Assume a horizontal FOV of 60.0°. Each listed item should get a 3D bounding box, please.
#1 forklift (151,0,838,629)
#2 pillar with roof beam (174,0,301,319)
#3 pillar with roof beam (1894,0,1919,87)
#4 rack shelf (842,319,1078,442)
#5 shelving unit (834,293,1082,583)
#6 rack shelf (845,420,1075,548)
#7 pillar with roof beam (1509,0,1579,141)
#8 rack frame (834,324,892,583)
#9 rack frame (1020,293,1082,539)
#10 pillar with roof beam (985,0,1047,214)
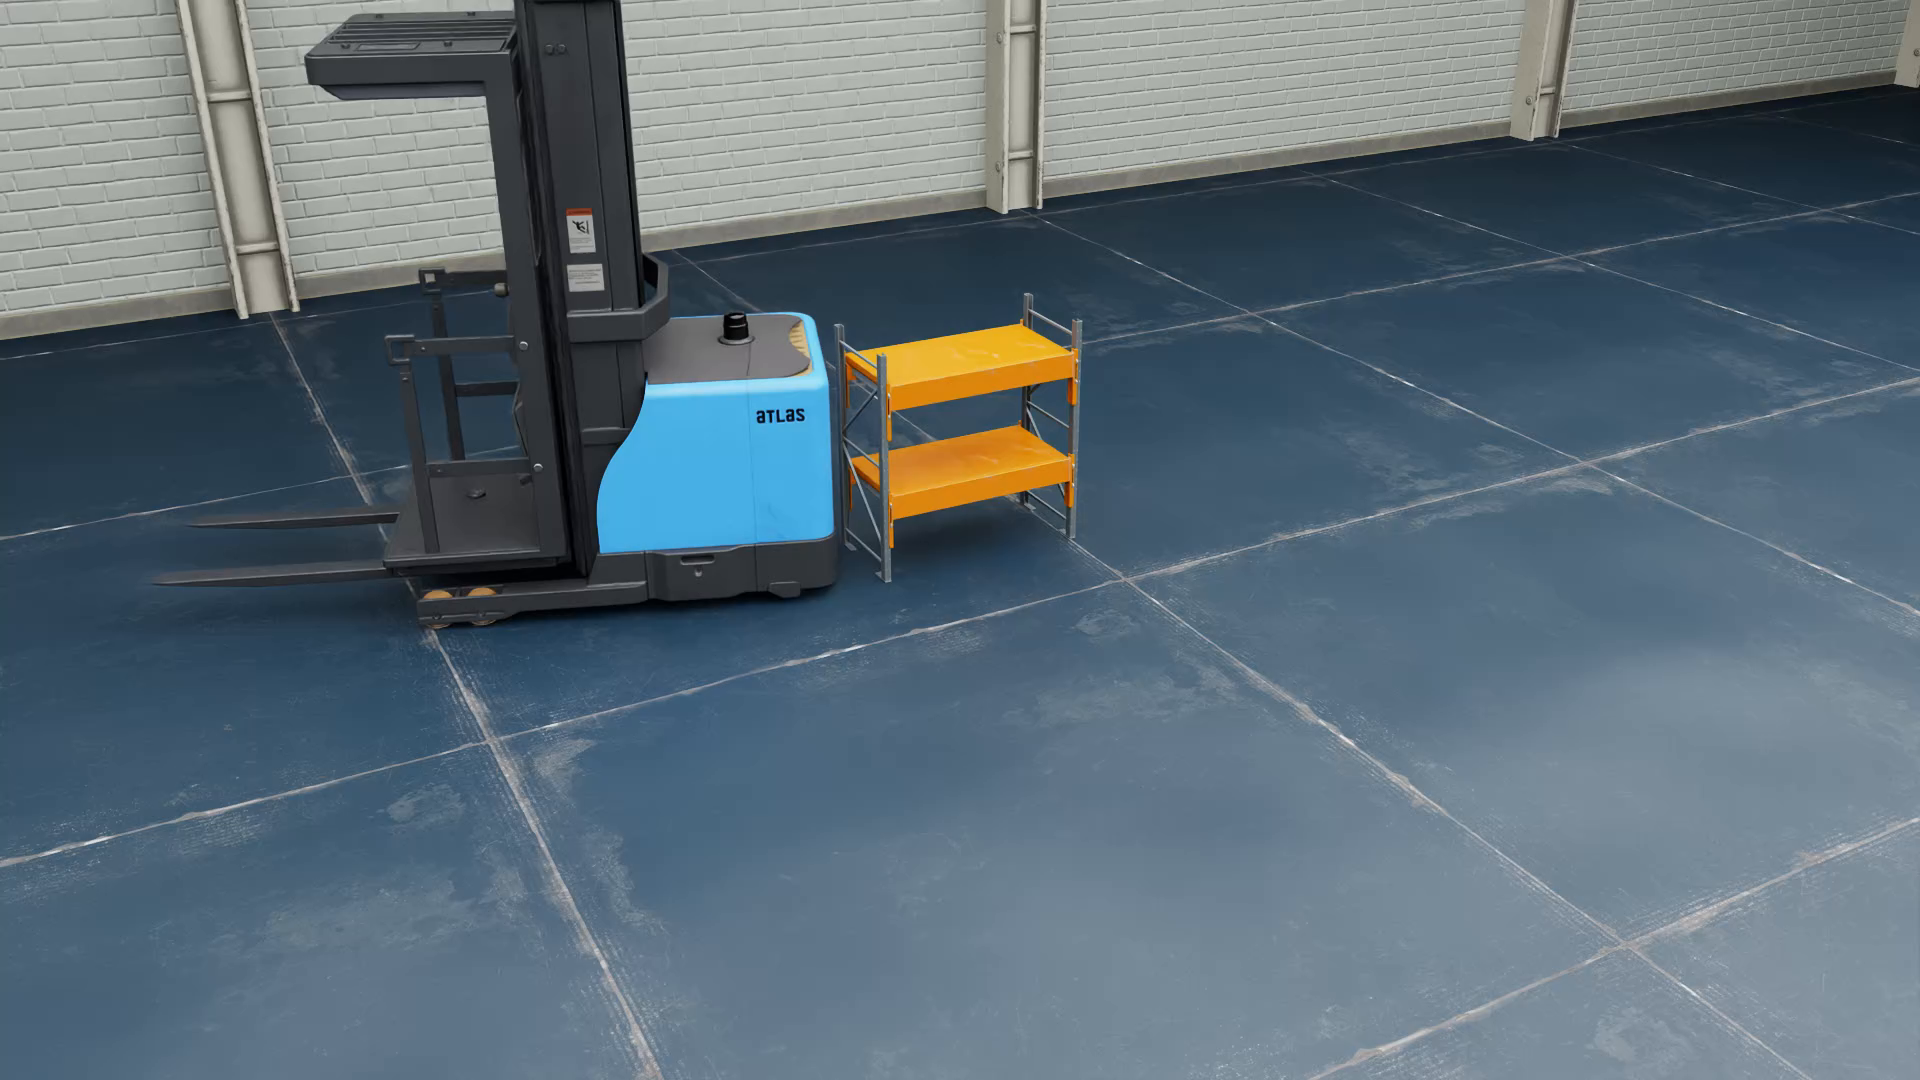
[{"bbox_3d":[-2.127,-1.171,7.302,3.031,2.935,1.130,-4,26,-8],"label":"forklift"},{"bbox_3d":[-2.811,-4.027,6.240,0.400,9.000,9.100,-13,29,-25],"label":"pillar with roof beam"},{"bbox_3d":[13.071,-7.693,13.875,0.400,9.000,9.100,-13,29,-25],"label":"pillar with roof beam"},{"bbox_3d":[-0.006,-0.770,7.877,1.000,0.278,0.538,-13,29,-25],"label":"rack shelf"},{"bbox_3d":[-0.006,-0.506,8.004,1.048,1.125,0.538,-13,29,-25],"label":"shelving unit"},{"bbox_3d":[-0.006,-0.285,8.109,1.000,0.278,0.538,-13,29,-25],"label":"rack shelf"},{"bbox_3d":[7.777,-6.471,11.330,0.400,9.000,9.100,-13,29,-25],"label":"pillar with roof beam"},{"bbox_3d":[-0.455,-0.402,7.788,0.032,1.125,0.500,-13,29,-25],"label":"rack frame"},{"bbox_3d":[0.443,-0.609,8.219,0.032,1.125,0.500,-13,29,-25],"label":"rack frame"},{"bbox_3d":[2.483,-5.249,8.785,0.400,9.000,9.100,-13,29,-25],"label":"pillar with roof beam"}]
